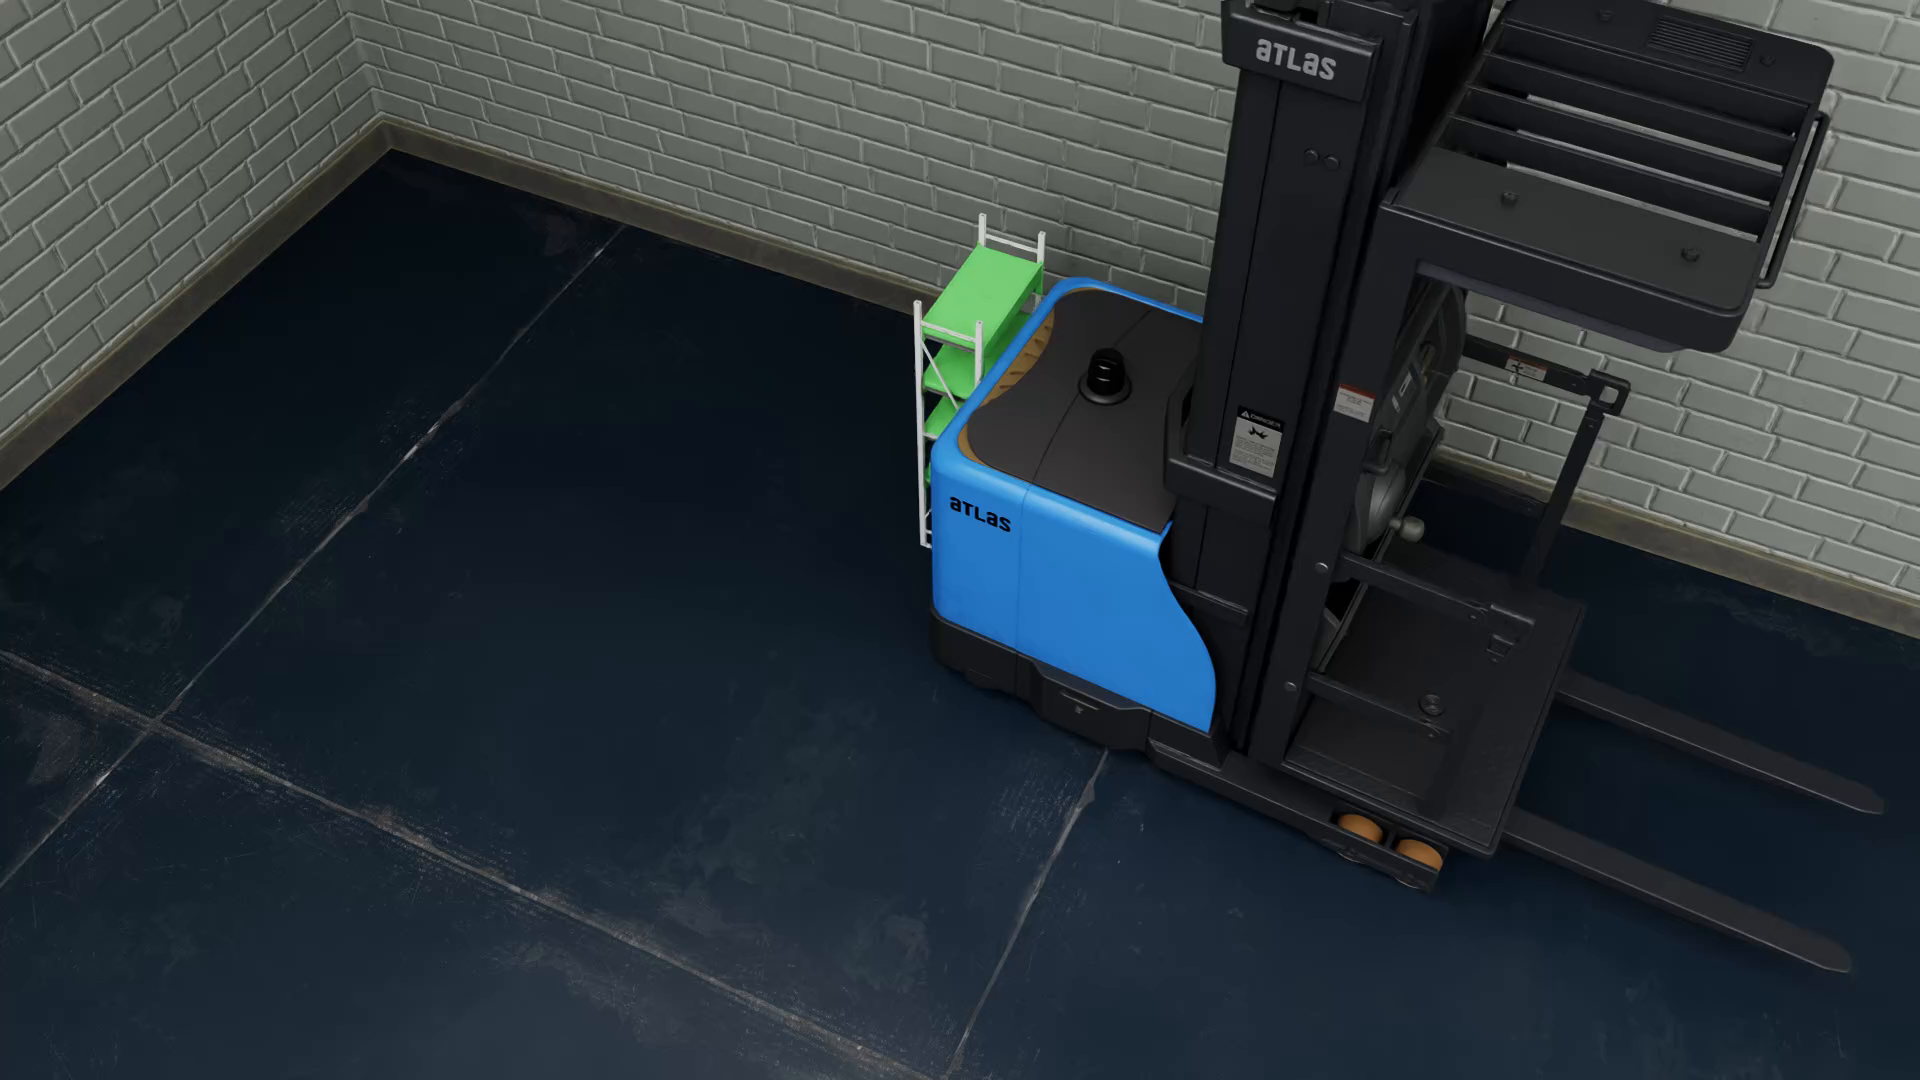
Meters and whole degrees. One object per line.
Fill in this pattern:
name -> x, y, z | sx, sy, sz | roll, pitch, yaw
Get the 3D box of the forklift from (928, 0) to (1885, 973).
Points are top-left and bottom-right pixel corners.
forklift -> 1.435, -0.308, 4.588 | 3.031, 2.935, 1.130 | 22, 53, 18

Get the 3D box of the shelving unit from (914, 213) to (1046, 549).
shelving unit -> 0.069, -0.503, 5.890 | 0.258, 1.200, 0.503 | 20, 53, 16

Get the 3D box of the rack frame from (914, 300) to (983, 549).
rack frame -> -0.037, -0.336, 5.748 | 0.240, 1.200, 0.015 | 20, 53, 16

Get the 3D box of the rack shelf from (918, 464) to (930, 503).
rack shelf -> 0.069, -0.306, 6.122 | 0.258, 0.148, 0.480 | 20, 53, 16

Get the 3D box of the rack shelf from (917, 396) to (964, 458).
rack shelf -> 0.069, -0.462, 5.939 | 0.258, 0.148, 0.480 | 20, 53, 16

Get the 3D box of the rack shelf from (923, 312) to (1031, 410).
rack shelf -> 0.069, -0.617, 5.756 | 0.258, 0.148, 0.480 | 20, 53, 16

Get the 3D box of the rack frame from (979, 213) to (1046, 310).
rack frame -> 0.175, -0.671, 6.033 | 0.240, 1.200, 0.015 | 20, 53, 16

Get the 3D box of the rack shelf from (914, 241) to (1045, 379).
rack shelf -> 0.069, -0.773, 5.574 | 0.258, 0.148, 0.480 | 20, 53, 16
